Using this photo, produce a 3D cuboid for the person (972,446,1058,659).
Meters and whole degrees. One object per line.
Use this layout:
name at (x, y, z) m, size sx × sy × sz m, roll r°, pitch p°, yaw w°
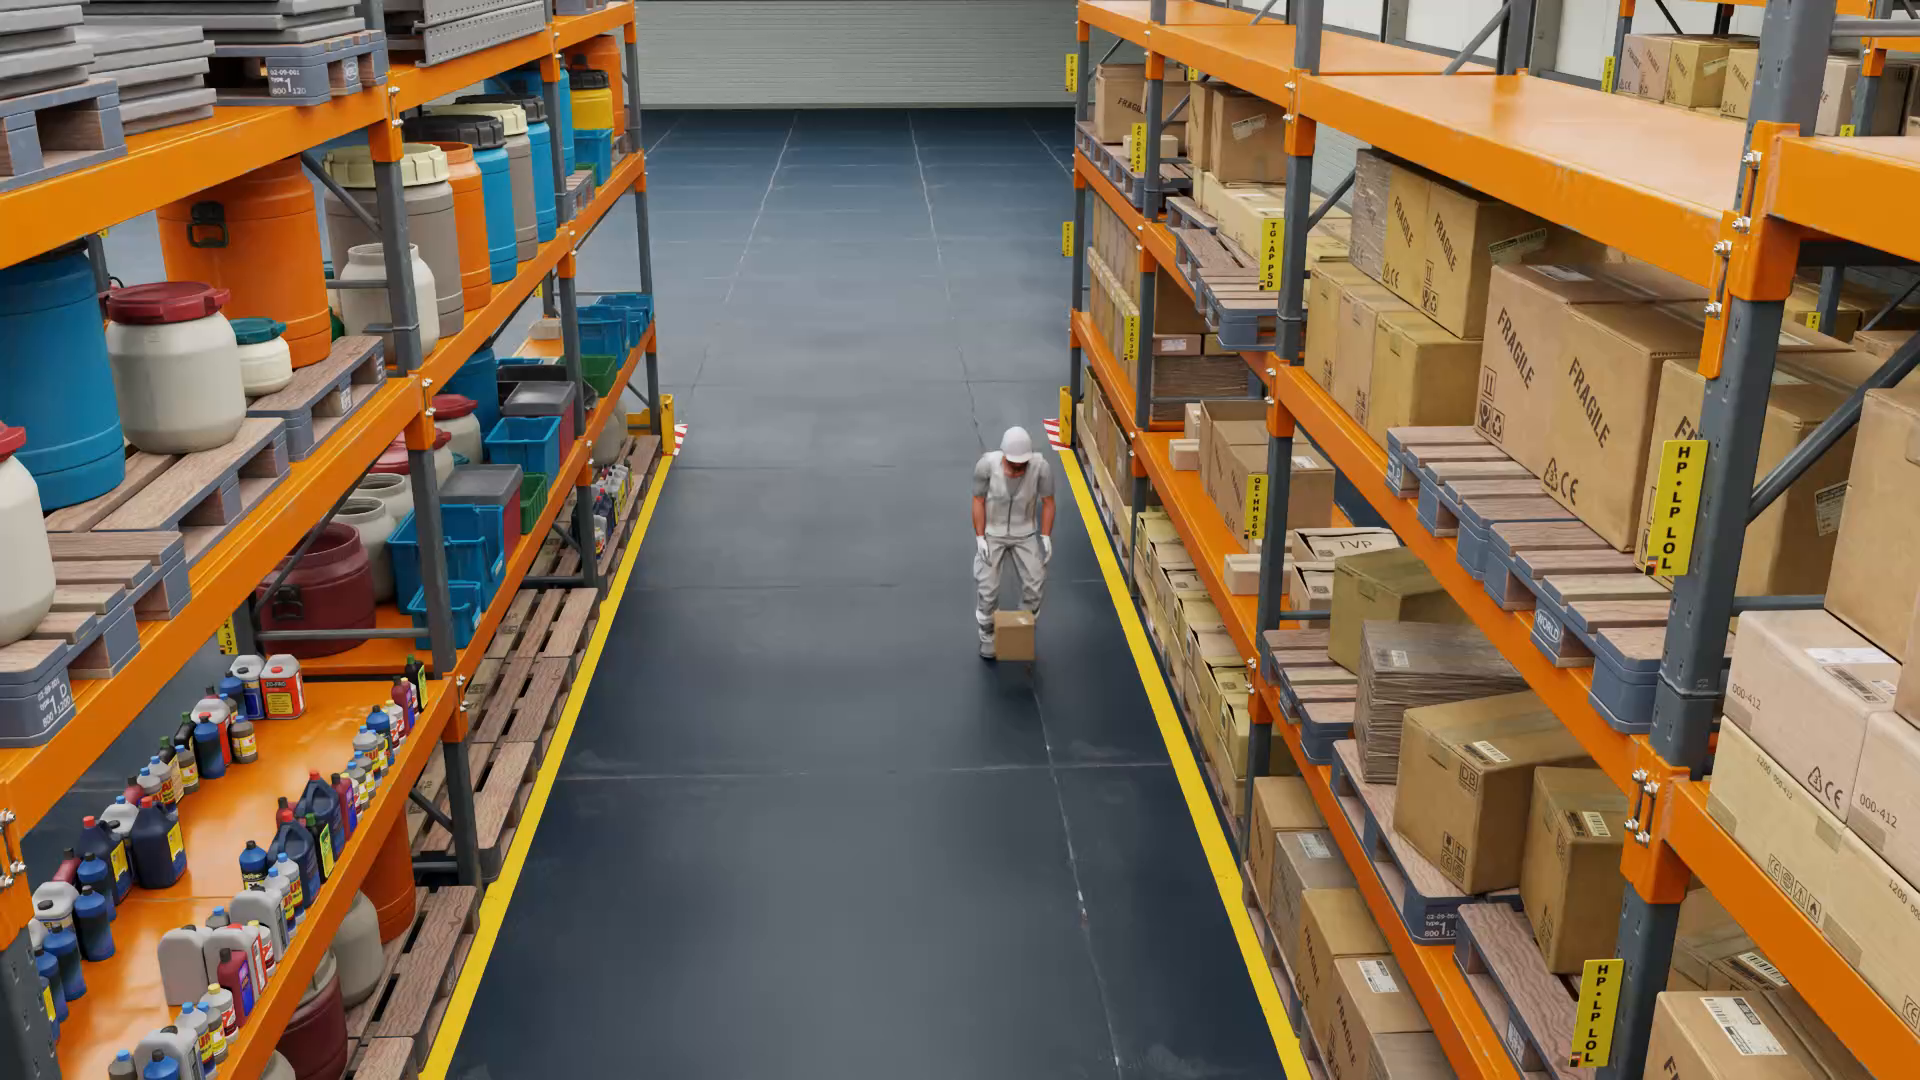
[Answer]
person at (0.366, 0.057, 11.226) m, size 0.577 × 1.555 × 0.668 m, roll -1°, pitch 20°, yaw -3°
